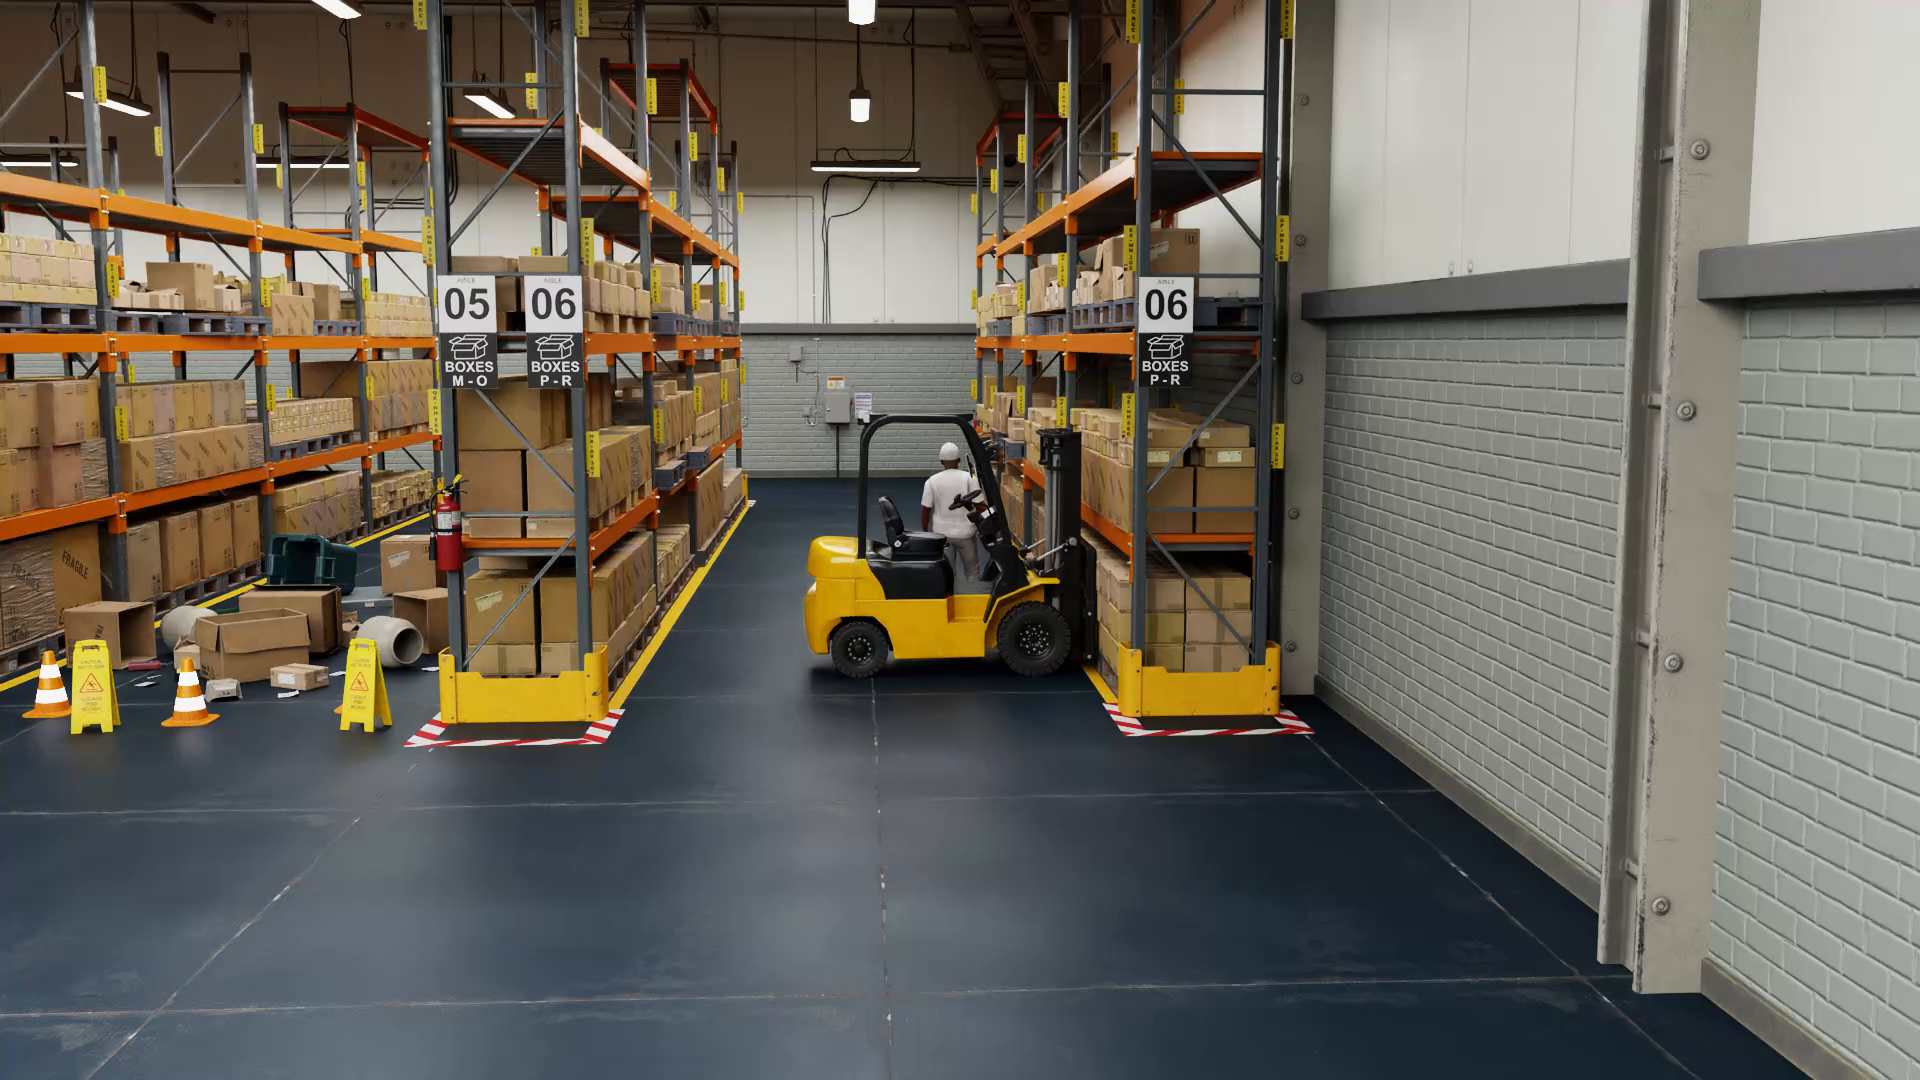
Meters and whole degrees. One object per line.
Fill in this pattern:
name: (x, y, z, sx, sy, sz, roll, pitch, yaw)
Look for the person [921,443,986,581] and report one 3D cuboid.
person: (-0.031, -0.072, 16.162, 0.665, 1.767, 0.576, 1, 7, 10)
